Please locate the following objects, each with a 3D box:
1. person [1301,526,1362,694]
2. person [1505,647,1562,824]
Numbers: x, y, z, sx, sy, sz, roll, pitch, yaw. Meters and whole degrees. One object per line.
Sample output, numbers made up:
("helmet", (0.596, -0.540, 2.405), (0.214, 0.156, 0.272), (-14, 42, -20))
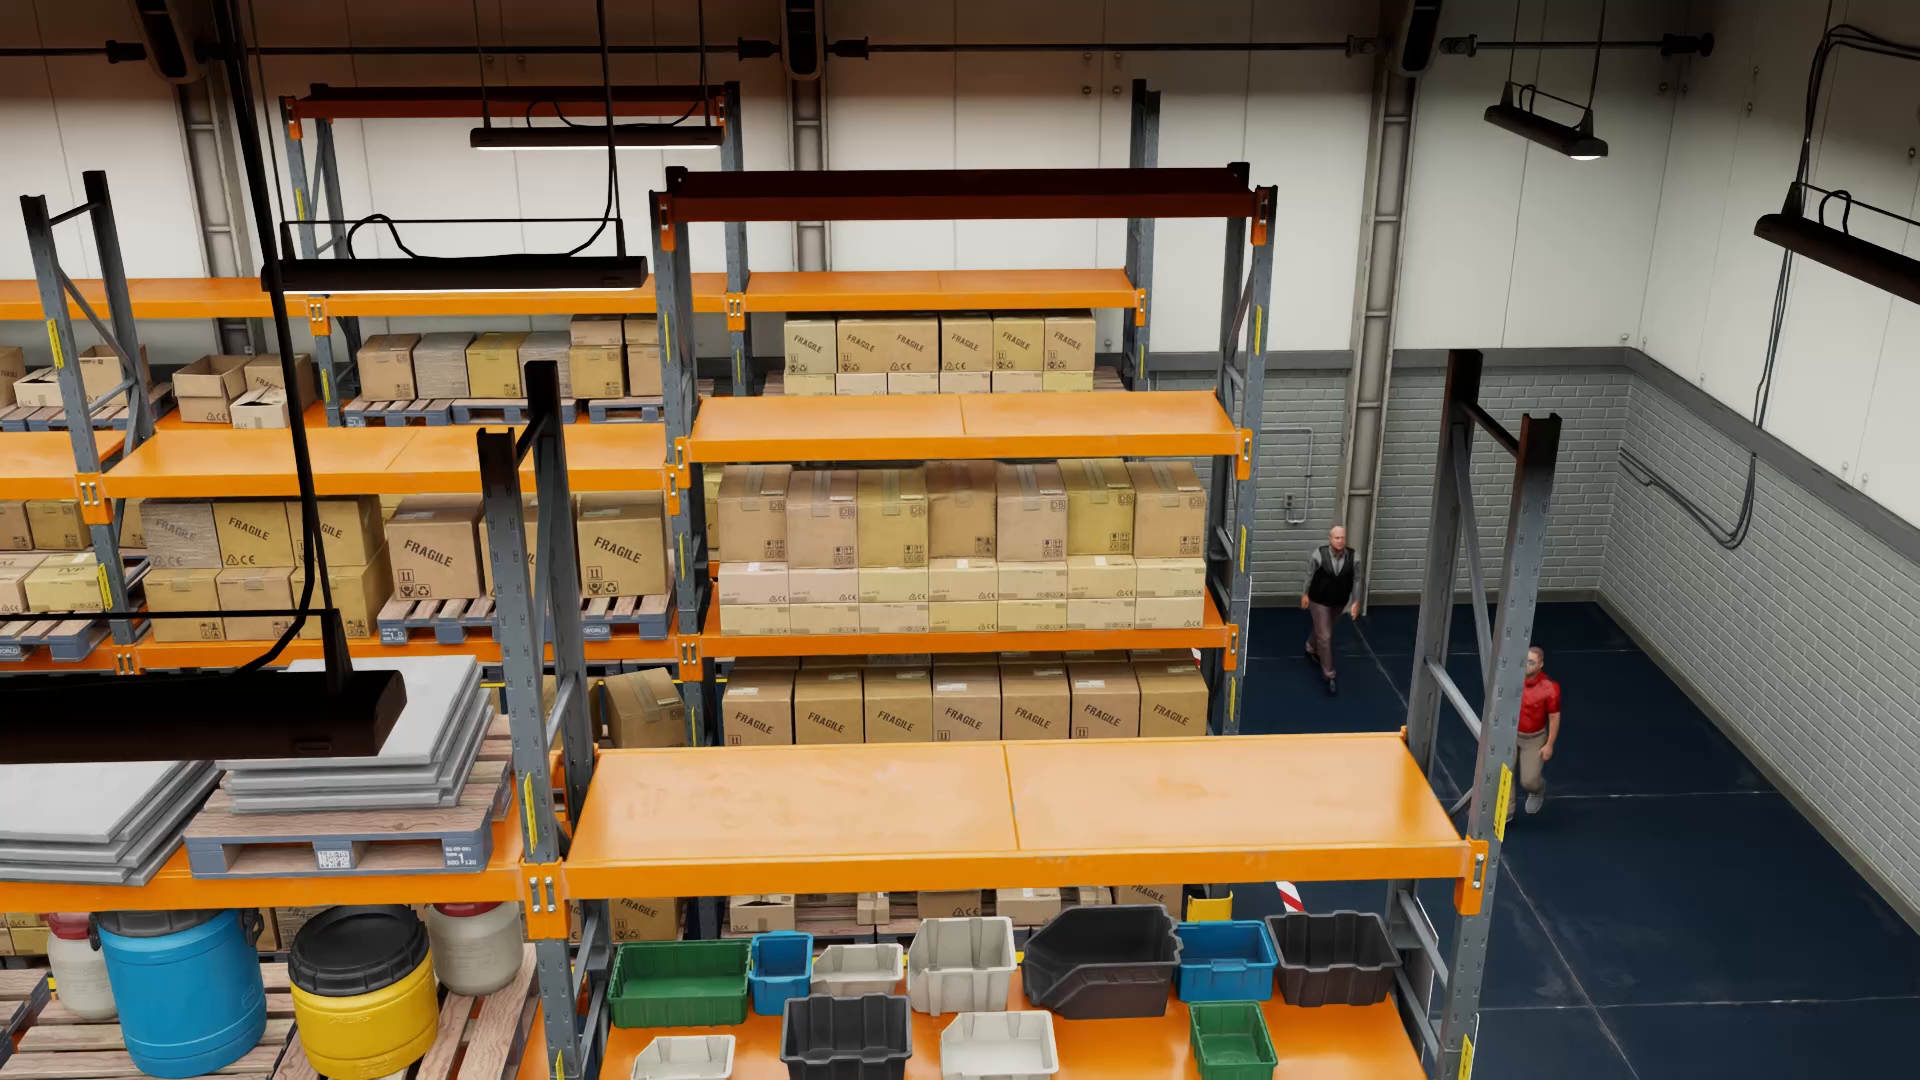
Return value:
("person", (3.898, 0.639, 17.284), (0.514, 1.661, 0.975), (-7, 23, -16))
("person", (4.979, 1.717, 14.596), (0.545, 1.707, 0.615), (18, 28, 37))
